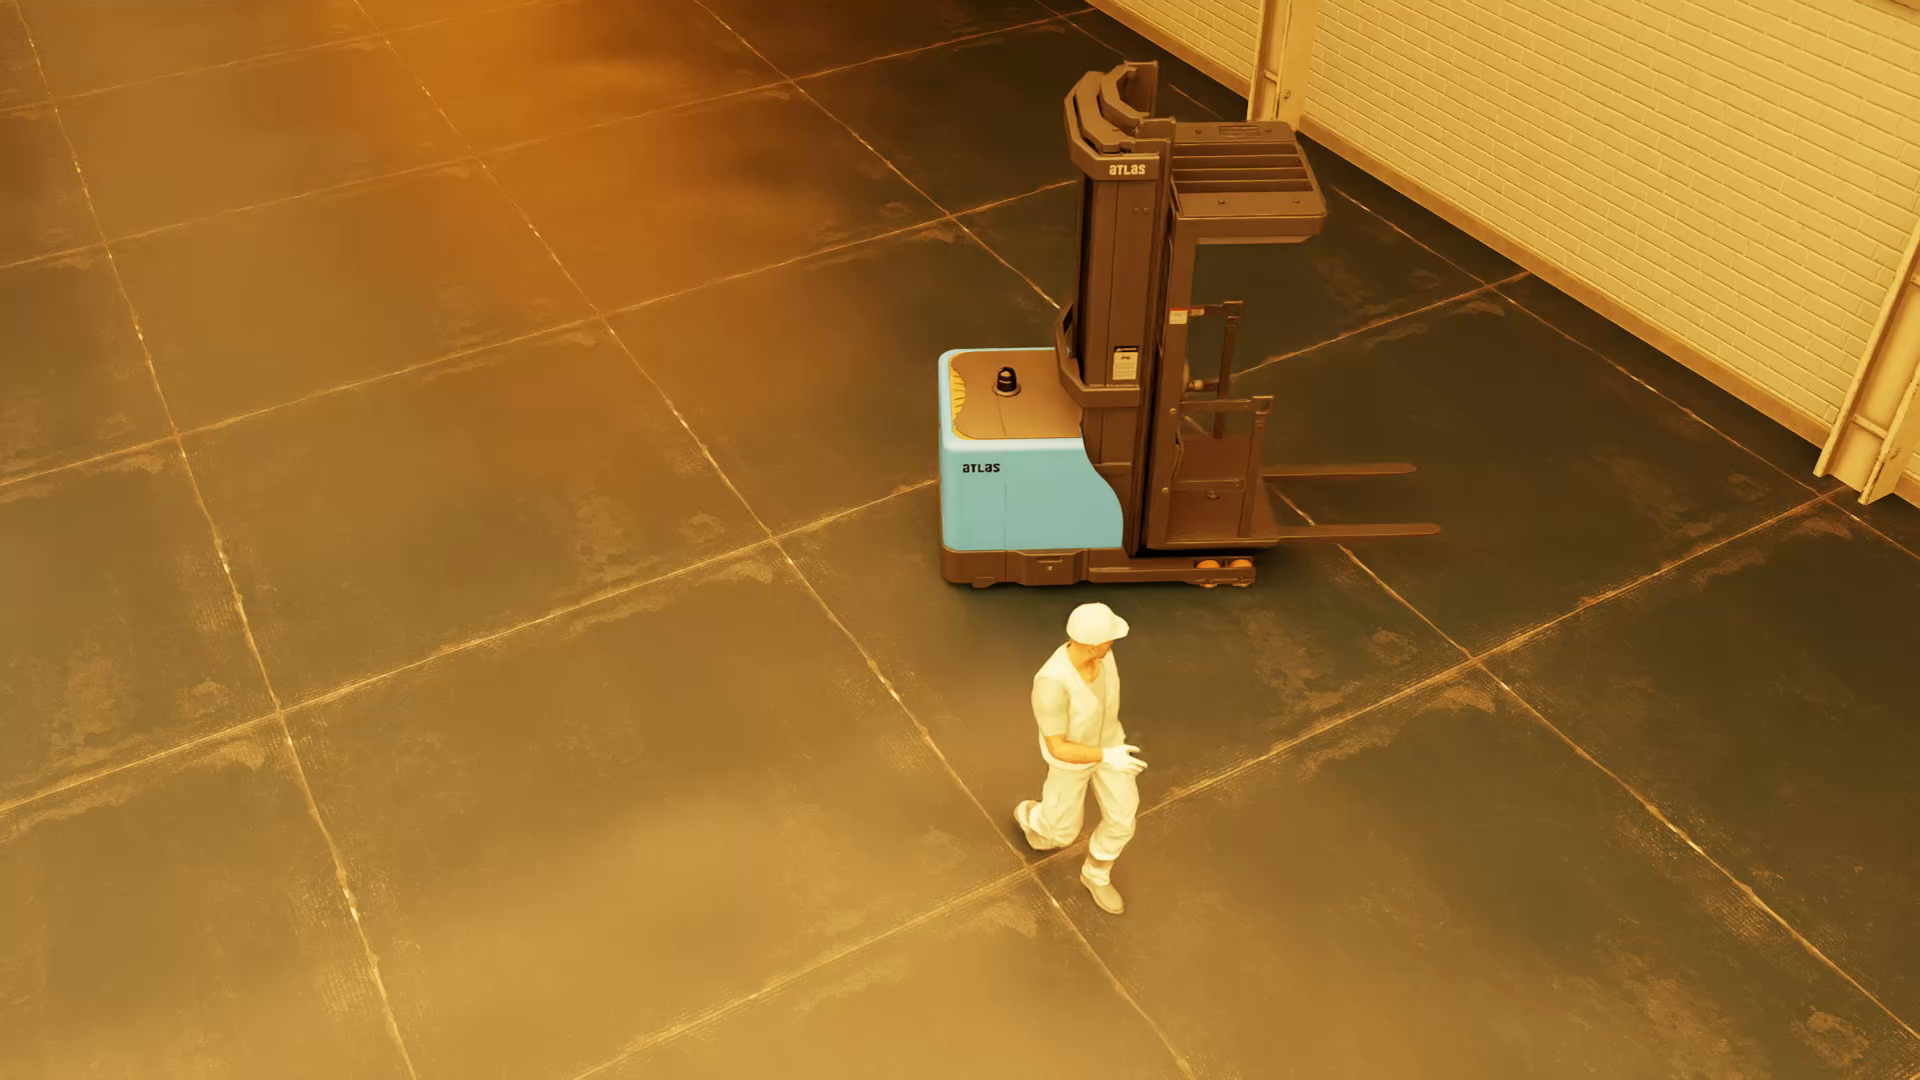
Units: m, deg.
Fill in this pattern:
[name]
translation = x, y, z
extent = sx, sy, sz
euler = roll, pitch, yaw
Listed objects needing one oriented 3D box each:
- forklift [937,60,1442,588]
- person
[forklift]
translation = 1.386, -1.182, 9.461
extent = 3.031, 2.935, 1.130
euler = -1, 40, -2
[person]
translation = 0.586, 0.965, 7.844
extent = 0.628, 1.707, 0.785
euler = -20, 44, -23
